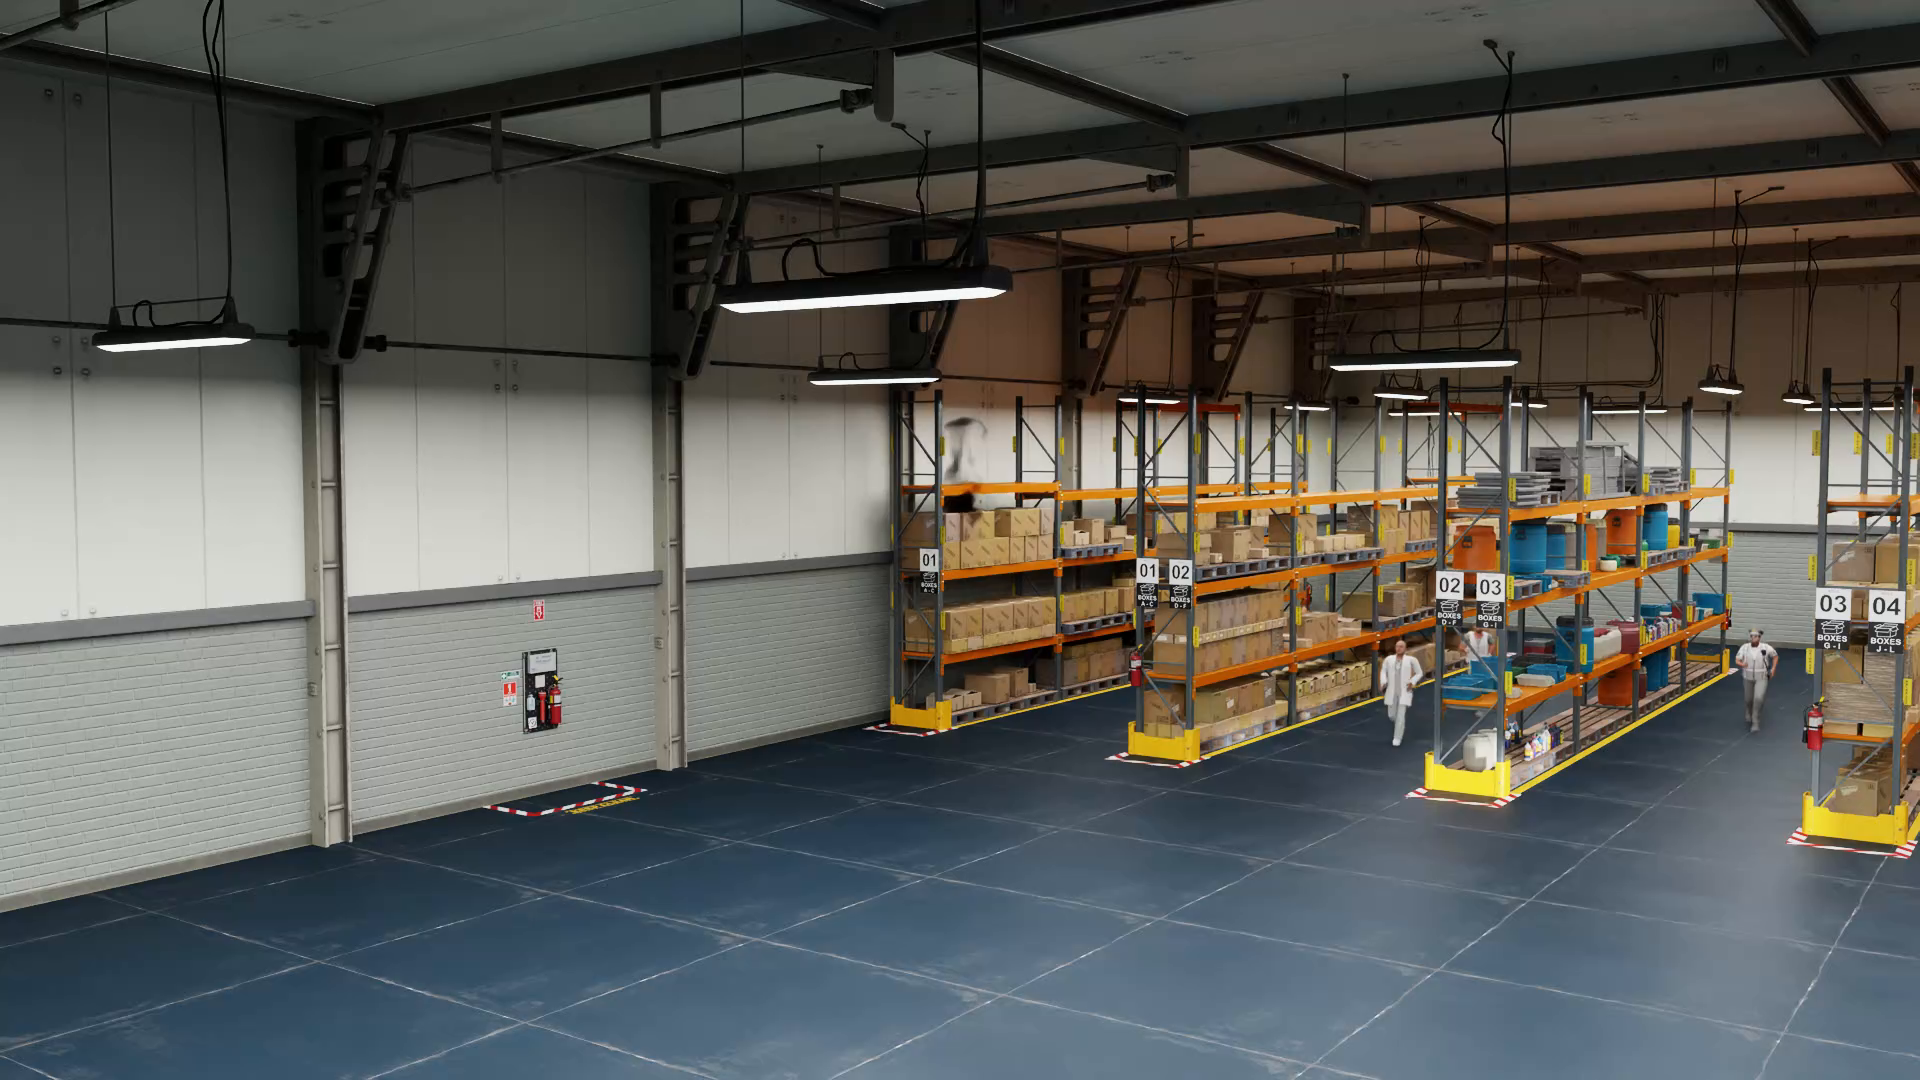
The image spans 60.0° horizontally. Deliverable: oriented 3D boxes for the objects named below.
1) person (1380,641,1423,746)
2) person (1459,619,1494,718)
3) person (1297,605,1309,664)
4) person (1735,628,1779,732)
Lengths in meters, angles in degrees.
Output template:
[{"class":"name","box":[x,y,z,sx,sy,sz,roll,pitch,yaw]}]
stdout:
[{"class":"person","box":[7.434,2.565,28.068,0.710,1.743,0.699,2,4,27]},{"class":"person","box":[9.650,2.353,31.110,0.626,1.825,0.888,1,3,21]},{"class":"person","box":[7.294,2.189,35.209,0.588,1.643,0.898,2,4,30]},{"class":"person","box":[14.137,2.455,29.530,0.673,1.812,0.980,2,4,35]}]
